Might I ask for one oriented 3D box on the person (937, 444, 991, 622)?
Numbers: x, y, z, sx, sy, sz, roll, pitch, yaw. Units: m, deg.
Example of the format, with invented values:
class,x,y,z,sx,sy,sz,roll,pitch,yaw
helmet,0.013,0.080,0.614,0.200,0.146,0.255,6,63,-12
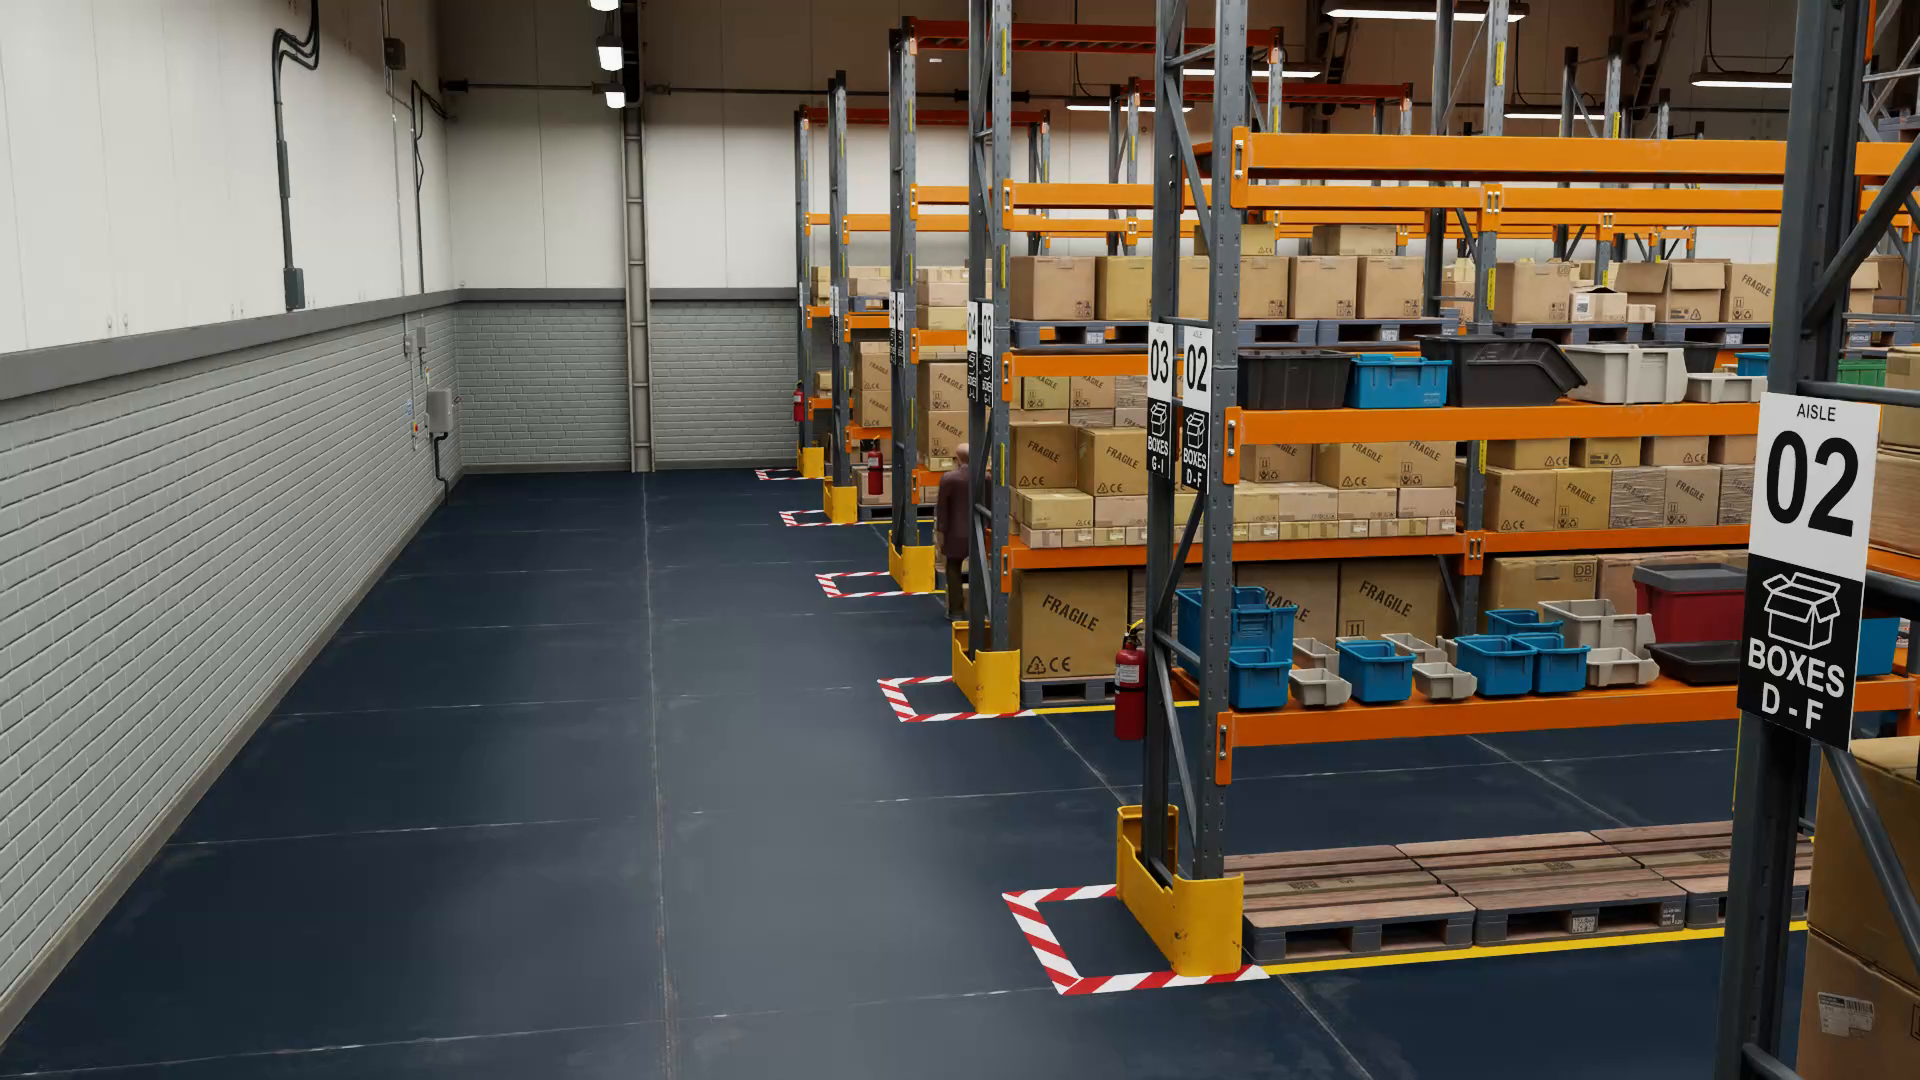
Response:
class,x,y,z,sx,sy,sz,roll,pitch,yaw
person,0.047,-0.067,16.412,0.569,1.762,0.381,-2,10,-10
